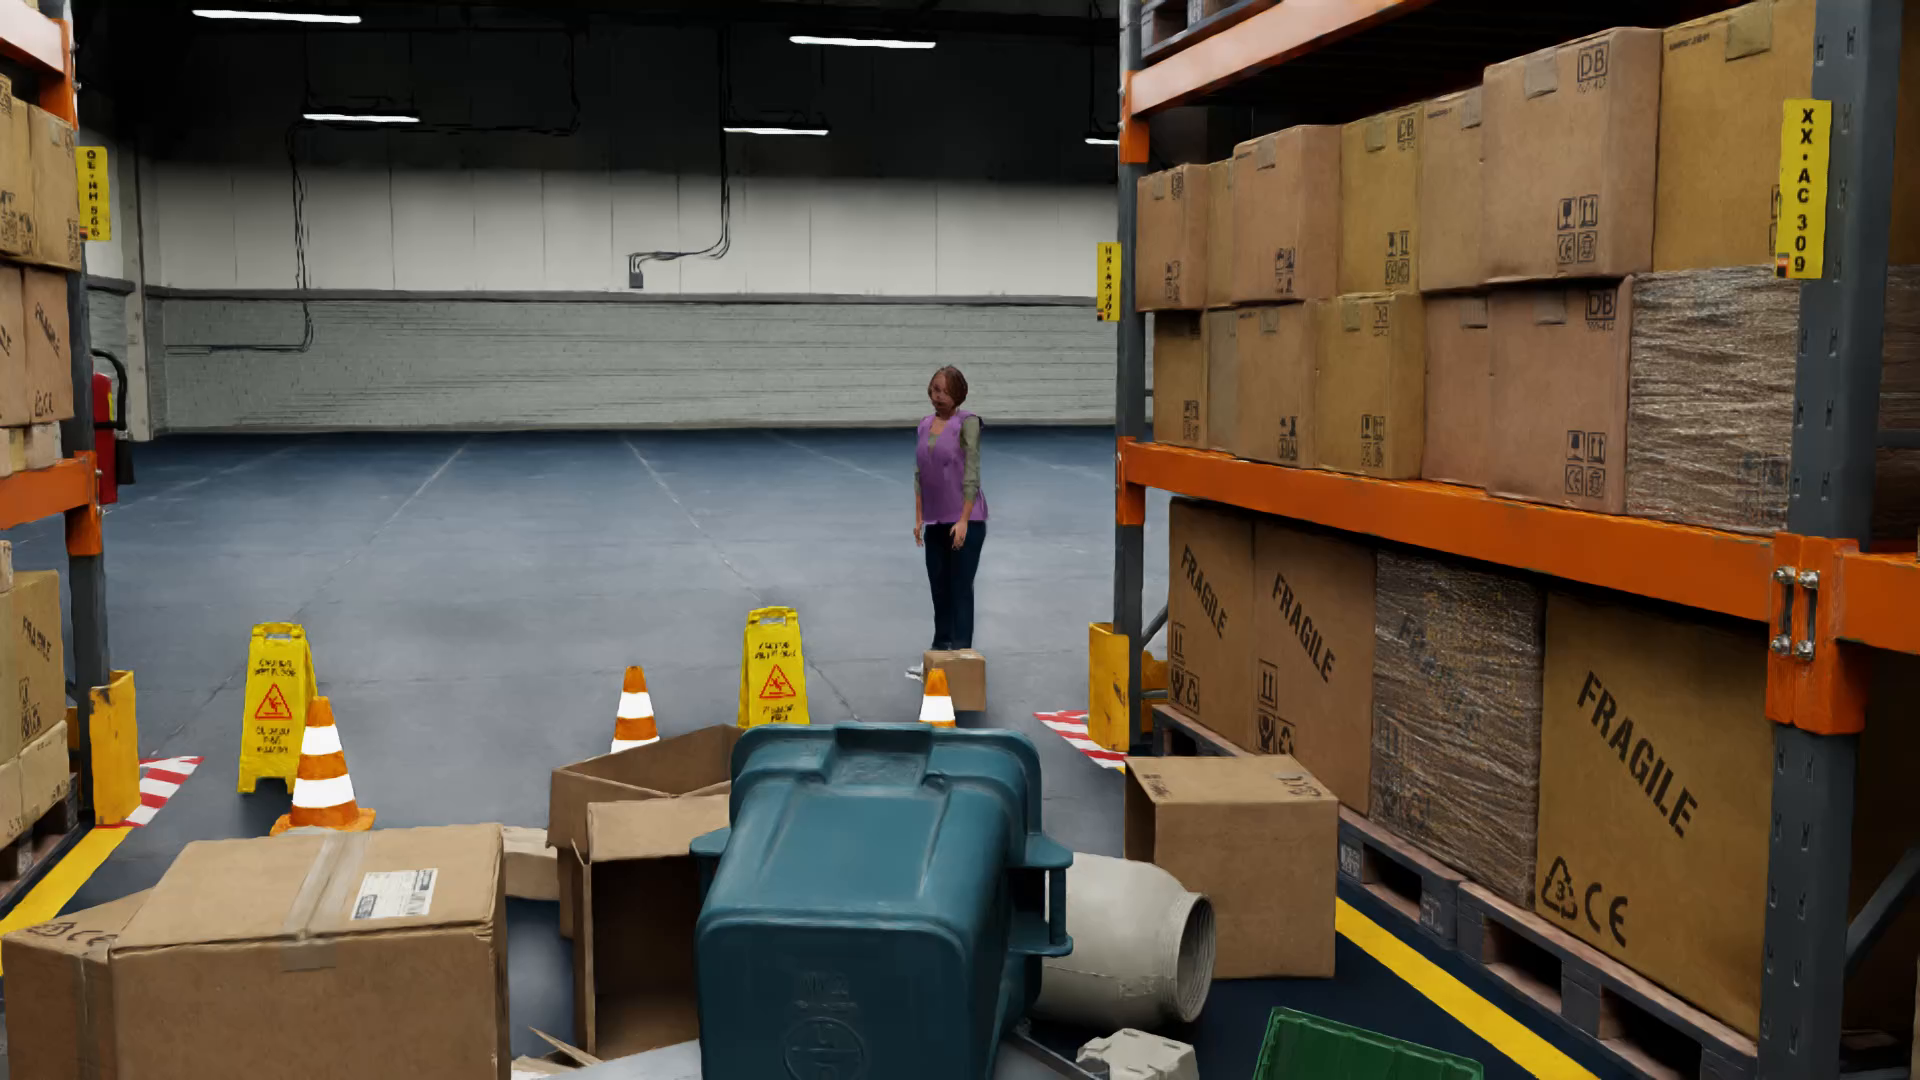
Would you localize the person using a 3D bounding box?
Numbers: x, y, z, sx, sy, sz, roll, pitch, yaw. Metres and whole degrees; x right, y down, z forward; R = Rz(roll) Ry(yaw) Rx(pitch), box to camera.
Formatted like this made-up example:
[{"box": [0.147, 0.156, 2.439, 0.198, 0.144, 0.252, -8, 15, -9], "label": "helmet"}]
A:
[{"box": [-0.107, -0.071, 8.327, 0.461, 1.602, 0.454, 6, 9, 42], "label": "person"}]
